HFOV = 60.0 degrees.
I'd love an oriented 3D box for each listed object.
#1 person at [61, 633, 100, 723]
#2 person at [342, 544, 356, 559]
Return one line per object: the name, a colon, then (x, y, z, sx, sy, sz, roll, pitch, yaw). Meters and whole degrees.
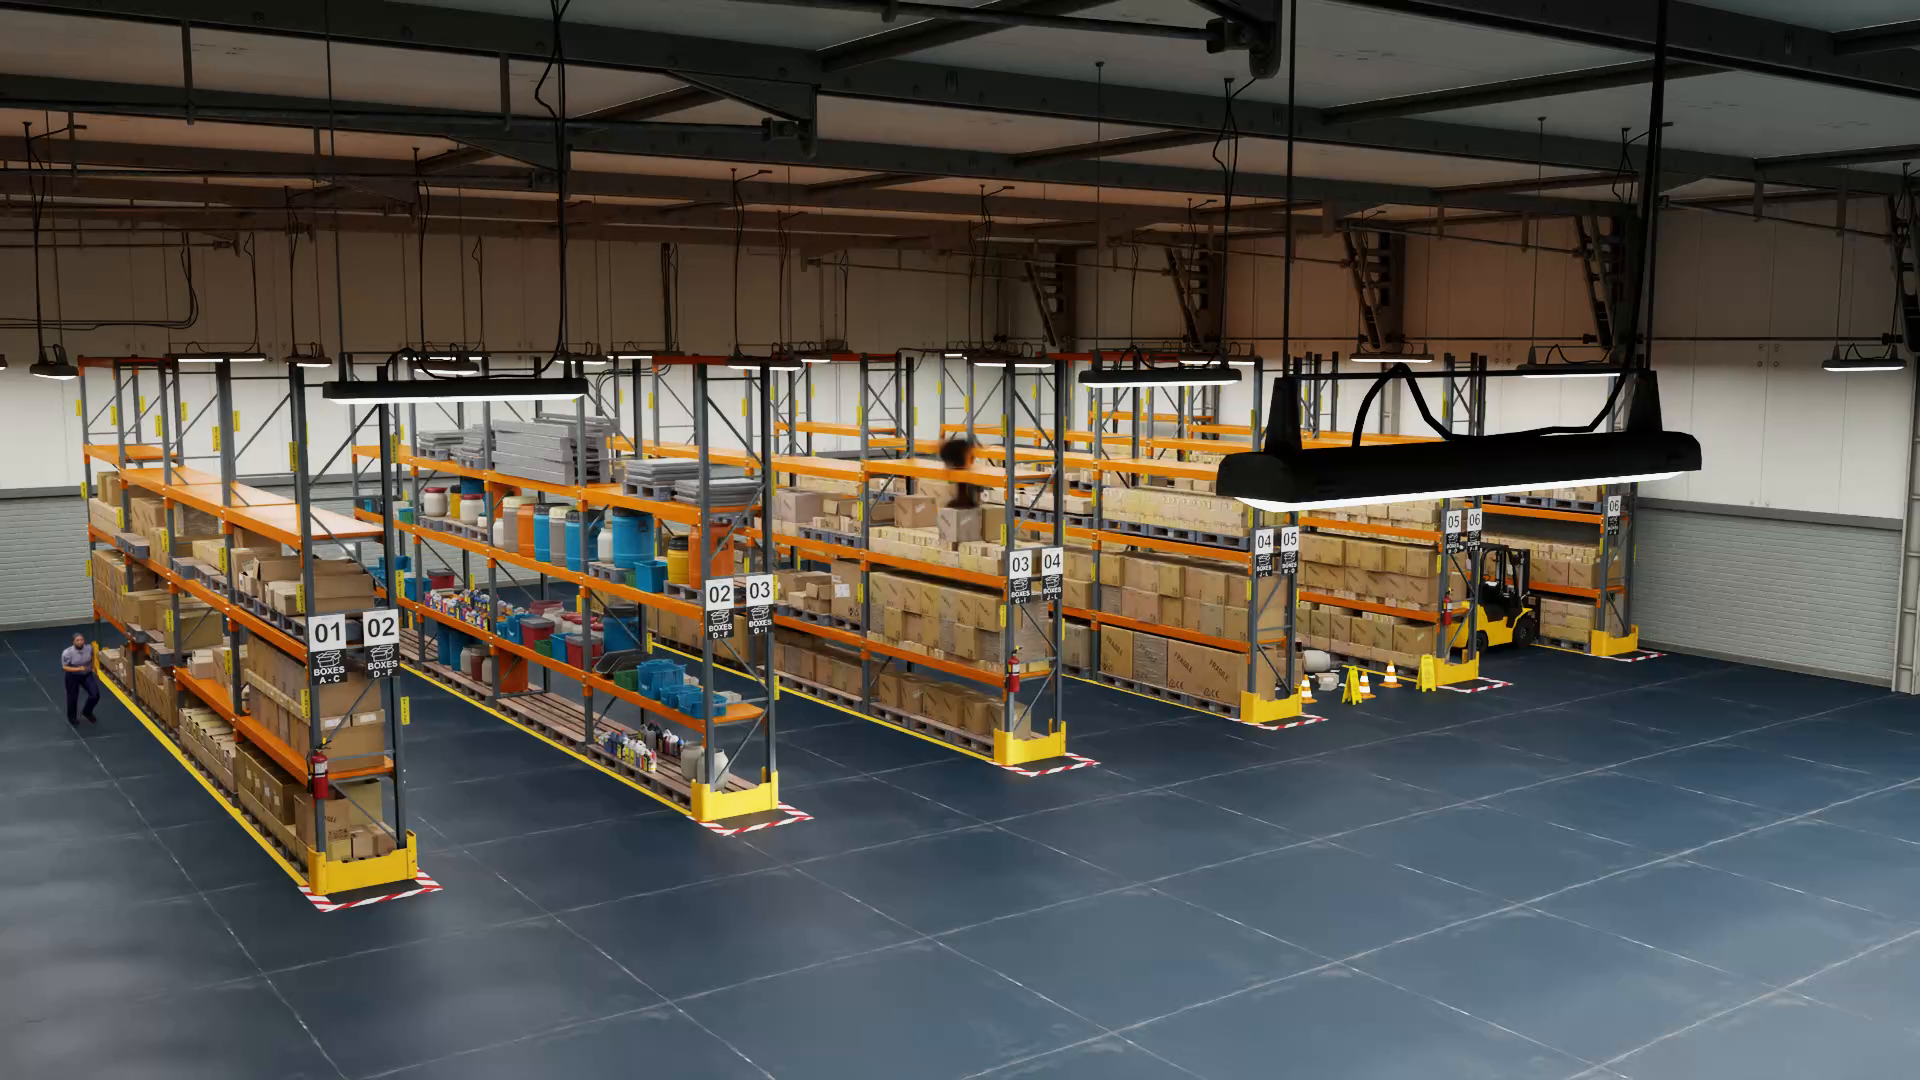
person: (-14.376, 2.265, 27.182, 0.894, 1.554, 0.606, 7, 10, 44)
person: (-13.592, 0.994, 36.816, 0.934, 1.797, 0.627, -3, 7, -22)
